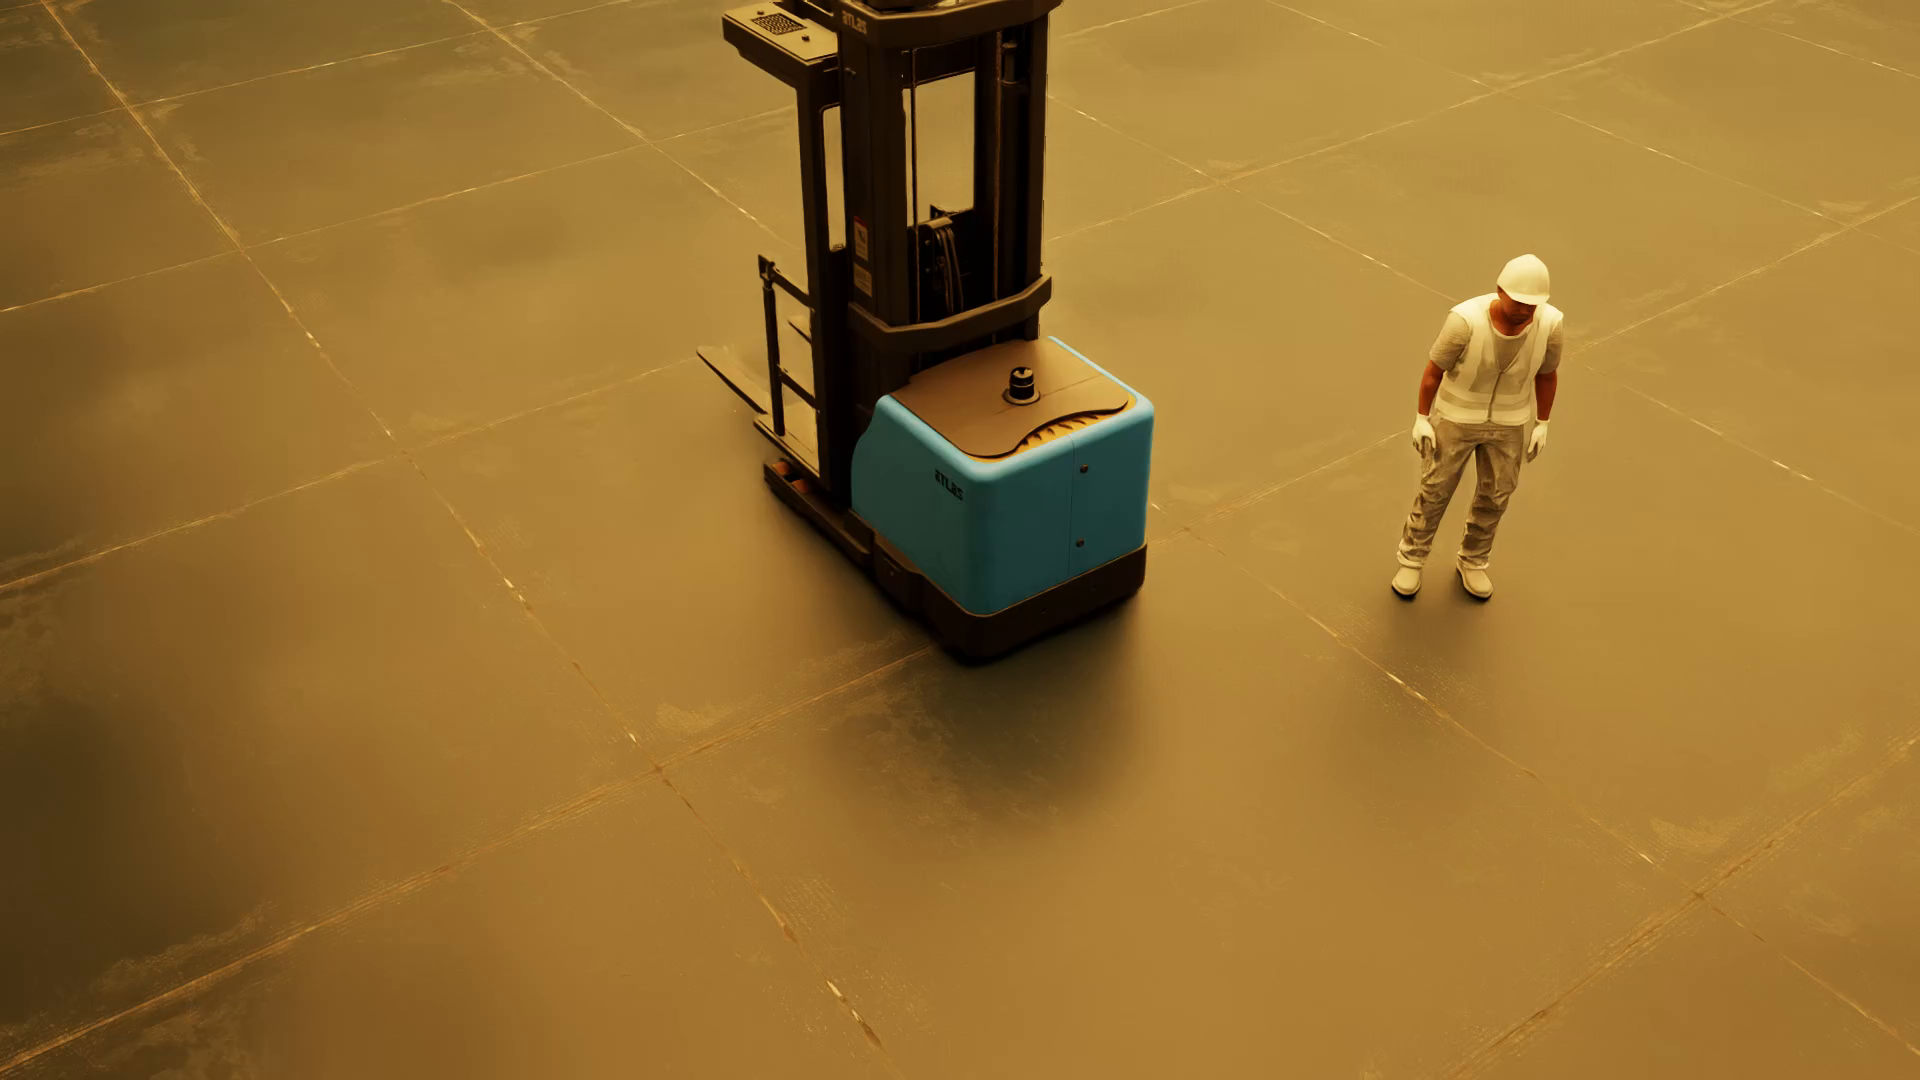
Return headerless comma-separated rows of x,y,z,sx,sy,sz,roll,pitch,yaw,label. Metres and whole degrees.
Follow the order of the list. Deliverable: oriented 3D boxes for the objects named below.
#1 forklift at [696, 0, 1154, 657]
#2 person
-0.370,-1.476,7.941,1.130,2.935,3.031,-23,42,-28,forklift
2.394,-0.524,7.631,0.617,1.772,0.453,2,37,3,person
